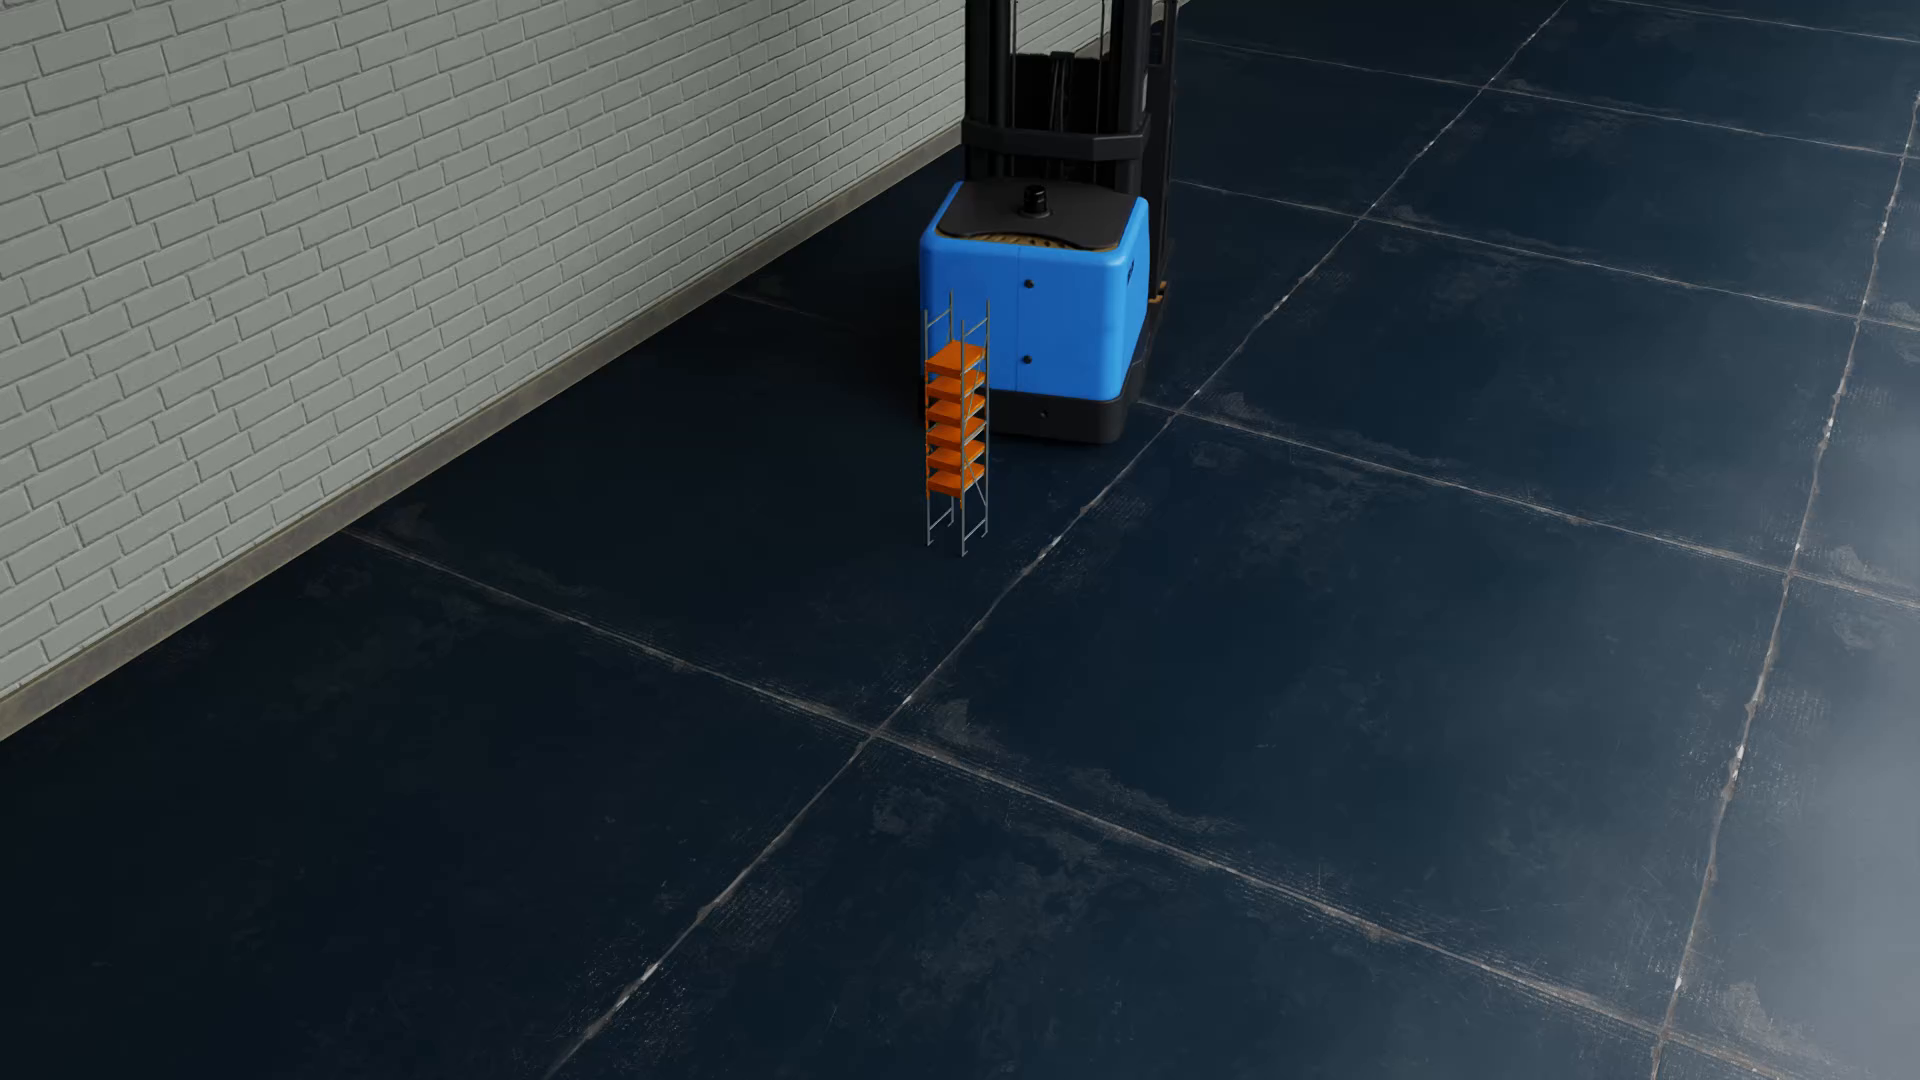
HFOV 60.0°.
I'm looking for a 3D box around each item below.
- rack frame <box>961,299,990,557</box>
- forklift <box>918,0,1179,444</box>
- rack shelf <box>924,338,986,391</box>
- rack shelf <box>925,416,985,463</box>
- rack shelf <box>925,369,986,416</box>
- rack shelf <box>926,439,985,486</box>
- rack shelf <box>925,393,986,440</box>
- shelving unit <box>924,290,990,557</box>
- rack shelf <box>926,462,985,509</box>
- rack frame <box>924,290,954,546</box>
[{"bbox_3d":[0.067,-0.478,7.386,0.006,1.200,0.240,18,37,24],"label":"rack frame"},{"bbox_3d":[0.623,-2.513,8.879,1.130,2.935,3.031,7,34,11],"label":"forklift"},{"bbox_3d":[-0.013,-0.766,7.249,0.180,0.103,0.258,18,37,24],"label":"rack shelf"},{"bbox_3d":[-0.013,-0.466,7.448,0.180,0.103,0.258,18,37,24],"label":"rack shelf"},{"bbox_3d":[-0.013,-0.666,7.315,0.180,0.103,0.258,18,37,24],"label":"rack shelf"},{"bbox_3d":[-0.013,-0.367,7.515,0.180,0.103,0.258,18,37,24],"label":"rack shelf"},{"bbox_3d":[-0.013,-0.566,7.382,0.180,0.103,0.258,18,37,24],"label":"rack shelf"},{"bbox_3d":[-0.013,-0.503,7.423,0.189,1.200,0.258,18,37,24],"label":"shelving unit"},{"bbox_3d":[-0.013,-0.267,7.581,0.180,0.103,0.258,18,37,24],"label":"rack shelf"},{"bbox_3d":[-0.092,-0.529,7.461,0.006,1.200,0.240,18,37,24],"label":"rack frame"}]
